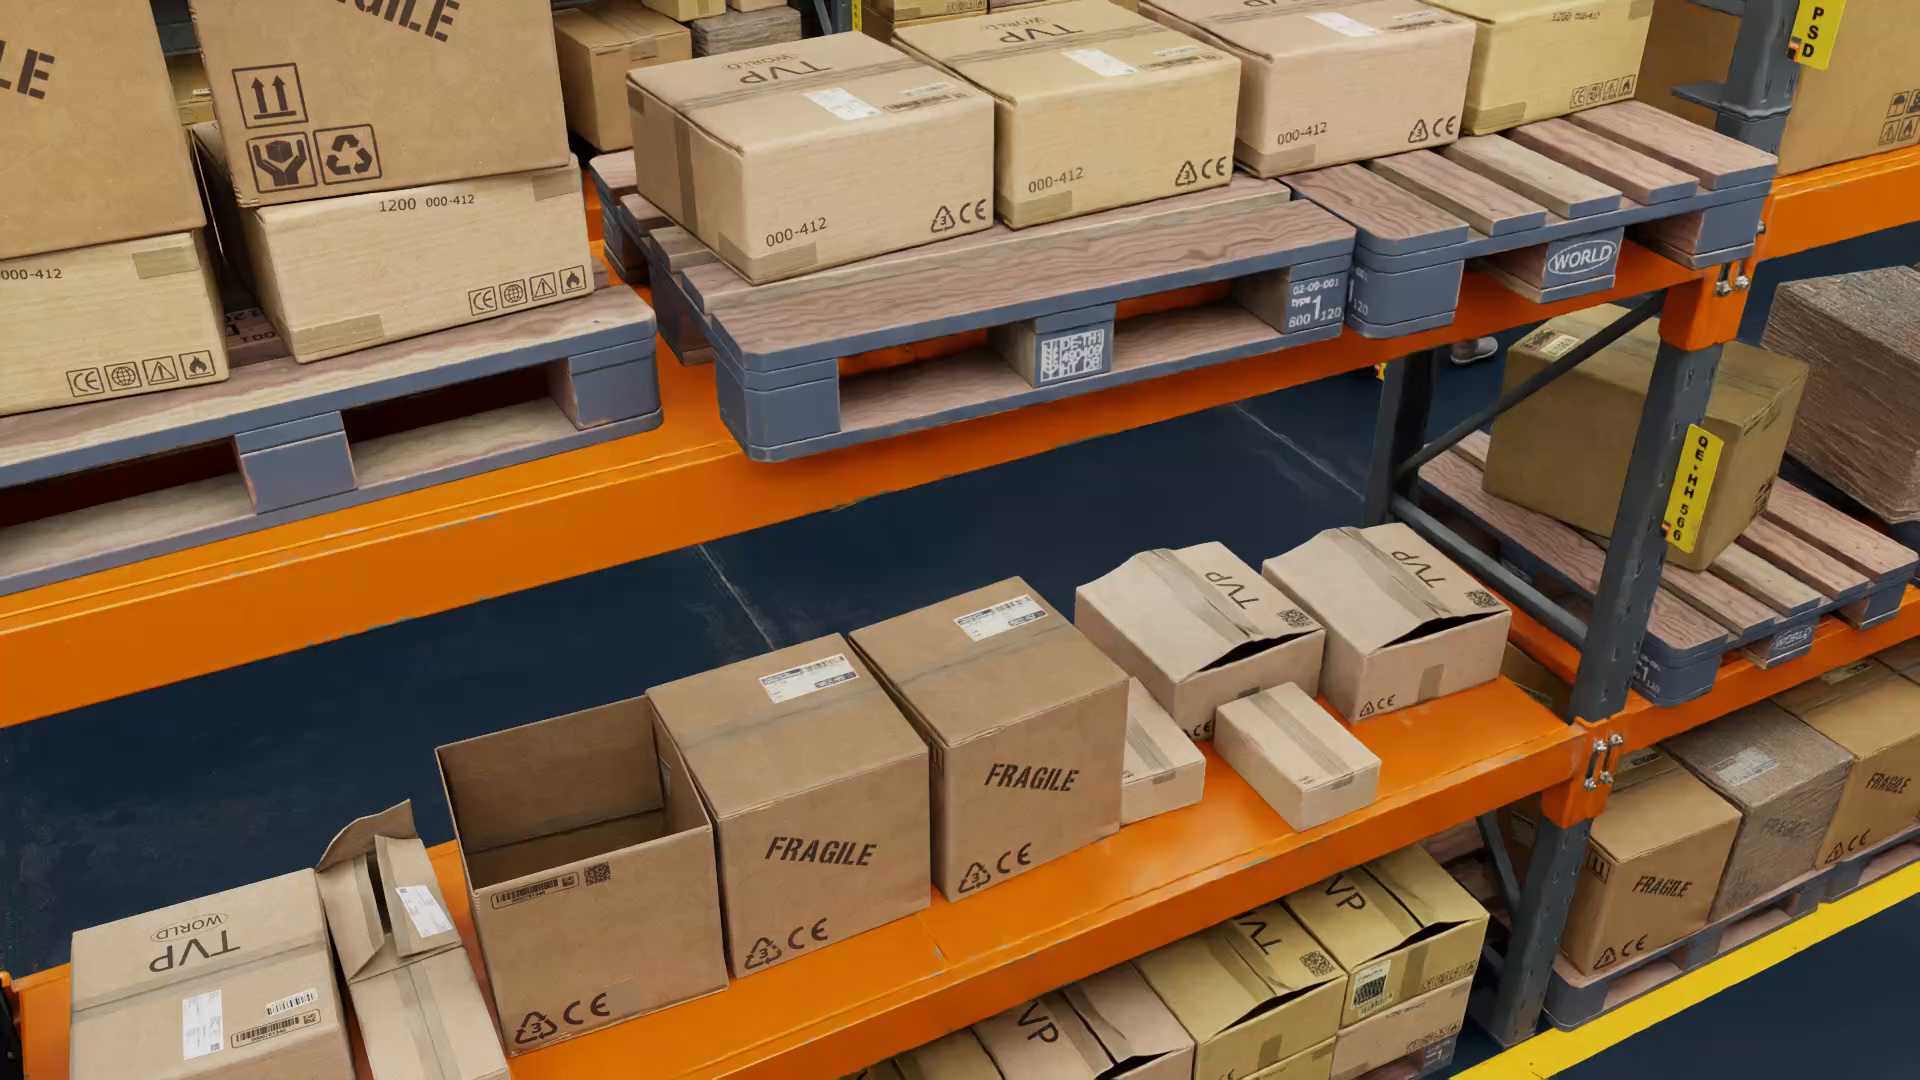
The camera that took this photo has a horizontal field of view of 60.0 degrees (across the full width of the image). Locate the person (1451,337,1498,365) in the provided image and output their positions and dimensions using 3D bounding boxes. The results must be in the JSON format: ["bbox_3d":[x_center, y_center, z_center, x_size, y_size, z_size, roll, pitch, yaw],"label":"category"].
[{"bbox_3d":[2.567,-1.681,8.748,0.942,1.682,0.527,-21,38,-29],"label":"person"}]
